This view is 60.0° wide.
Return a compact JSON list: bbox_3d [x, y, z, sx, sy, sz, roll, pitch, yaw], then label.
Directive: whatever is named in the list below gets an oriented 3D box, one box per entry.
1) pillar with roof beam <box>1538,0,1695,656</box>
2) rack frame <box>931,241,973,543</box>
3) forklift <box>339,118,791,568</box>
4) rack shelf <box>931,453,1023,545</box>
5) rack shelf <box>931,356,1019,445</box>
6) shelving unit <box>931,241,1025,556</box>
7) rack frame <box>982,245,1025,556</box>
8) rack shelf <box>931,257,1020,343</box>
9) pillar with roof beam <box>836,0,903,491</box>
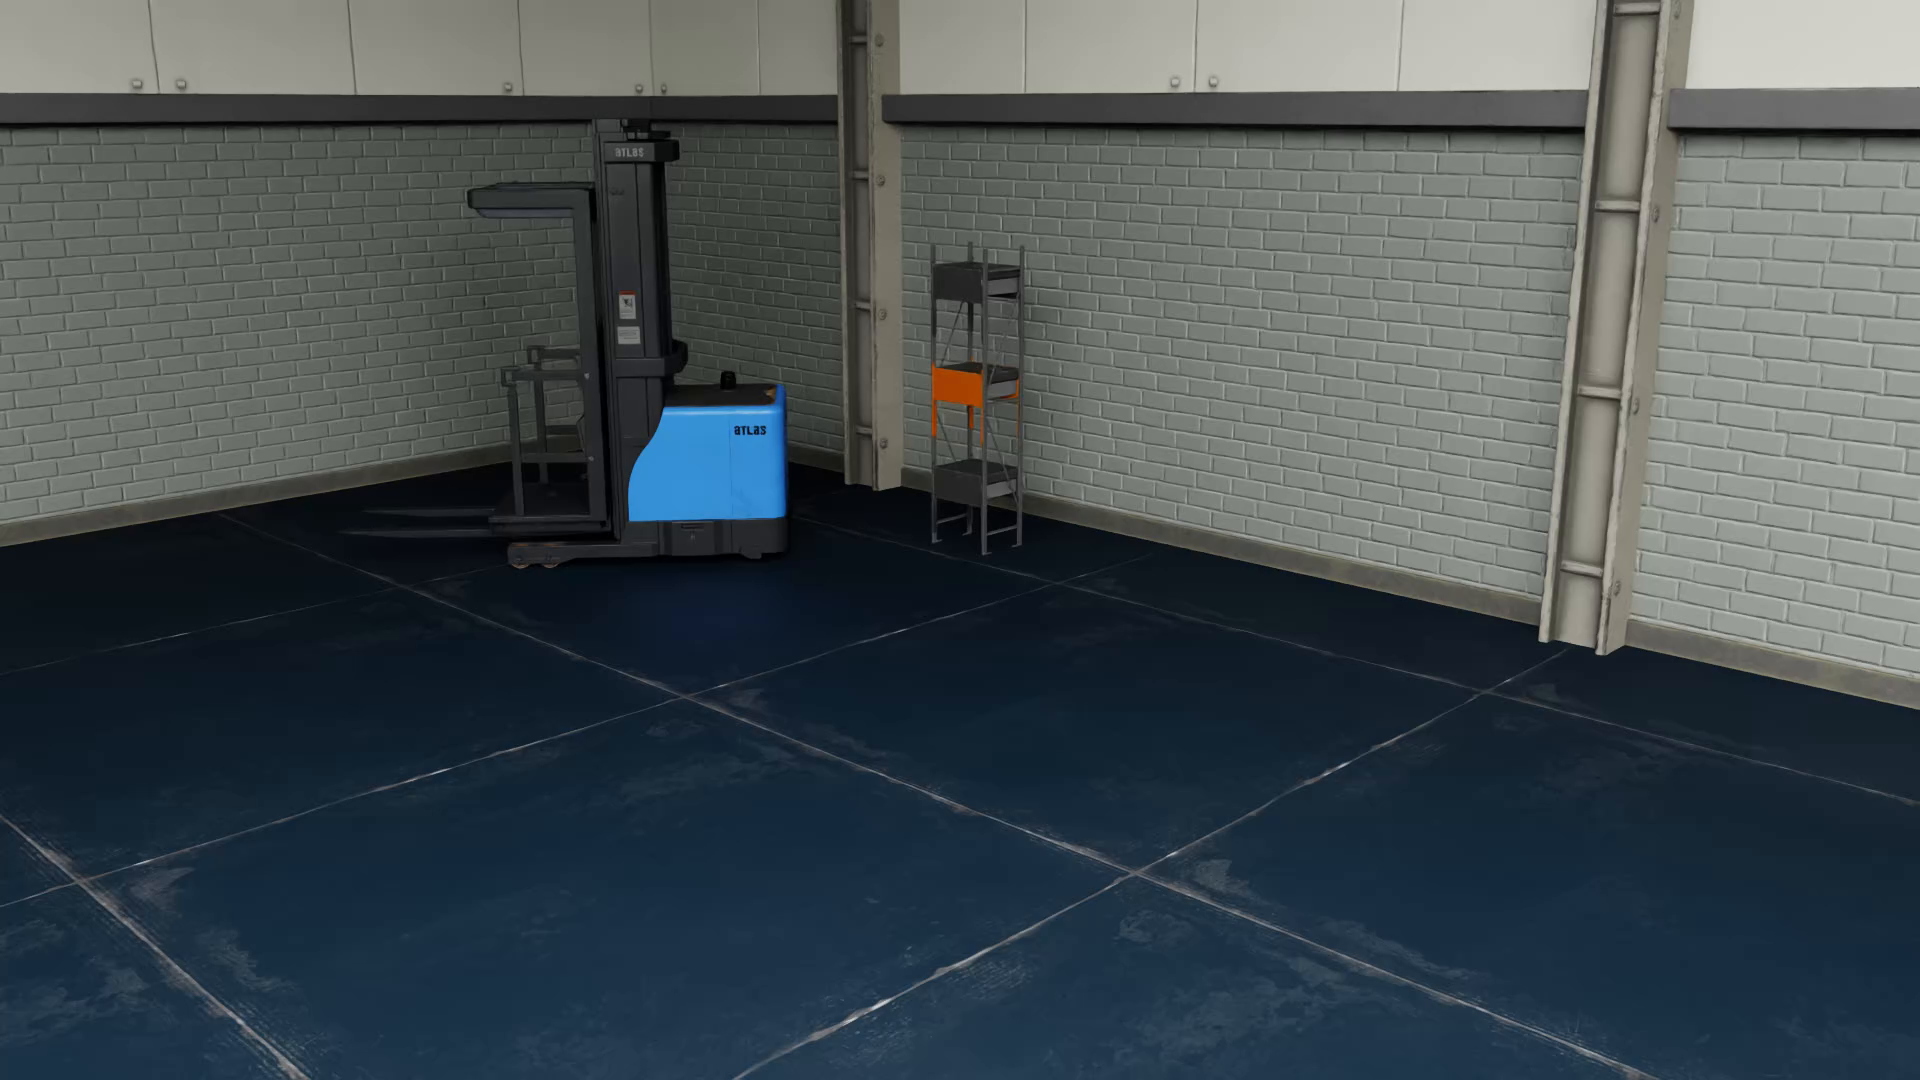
[{"bbox_3d":[0.624,-2.980,5.522,0.400,9.000,9.100,14,20,42],"label":"pillar with roof beam"},{"bbox_3d":[-0.057,-1.030,11.720,0.015,2.100,0.400,14,20,42],"label":"rack frame"},{"bbox_3d":[-2.718,-1.365,11.360,3.031,2.935,1.130,-1,15,-4],"label":"forklift"},{"bbox_3d":[0.119,-0.297,11.736,0.480,0.518,0.431,14,20,42],"label":"rack shelf"},{"bbox_3d":[0.119,-0.974,11.560,0.480,0.518,0.431,14,20,42],"label":"rack shelf"},{"bbox_3d":[0.119,-0.987,11.556,0.503,2.100,0.431,14,20,42],"label":"shelving unit"},{"bbox_3d":[0.295,-0.944,11.392,0.015,2.100,0.400,14,20,42],"label":"rack frame"},{"bbox_3d":[0.119,-1.651,11.383,0.480,0.518,0.431,14,20,42],"label":"rack shelf"},{"bbox_3d":[-3.695,-4.030,9.552,0.400,9.000,9.100,14,20,42],"label":"pillar with roof beam"}]
